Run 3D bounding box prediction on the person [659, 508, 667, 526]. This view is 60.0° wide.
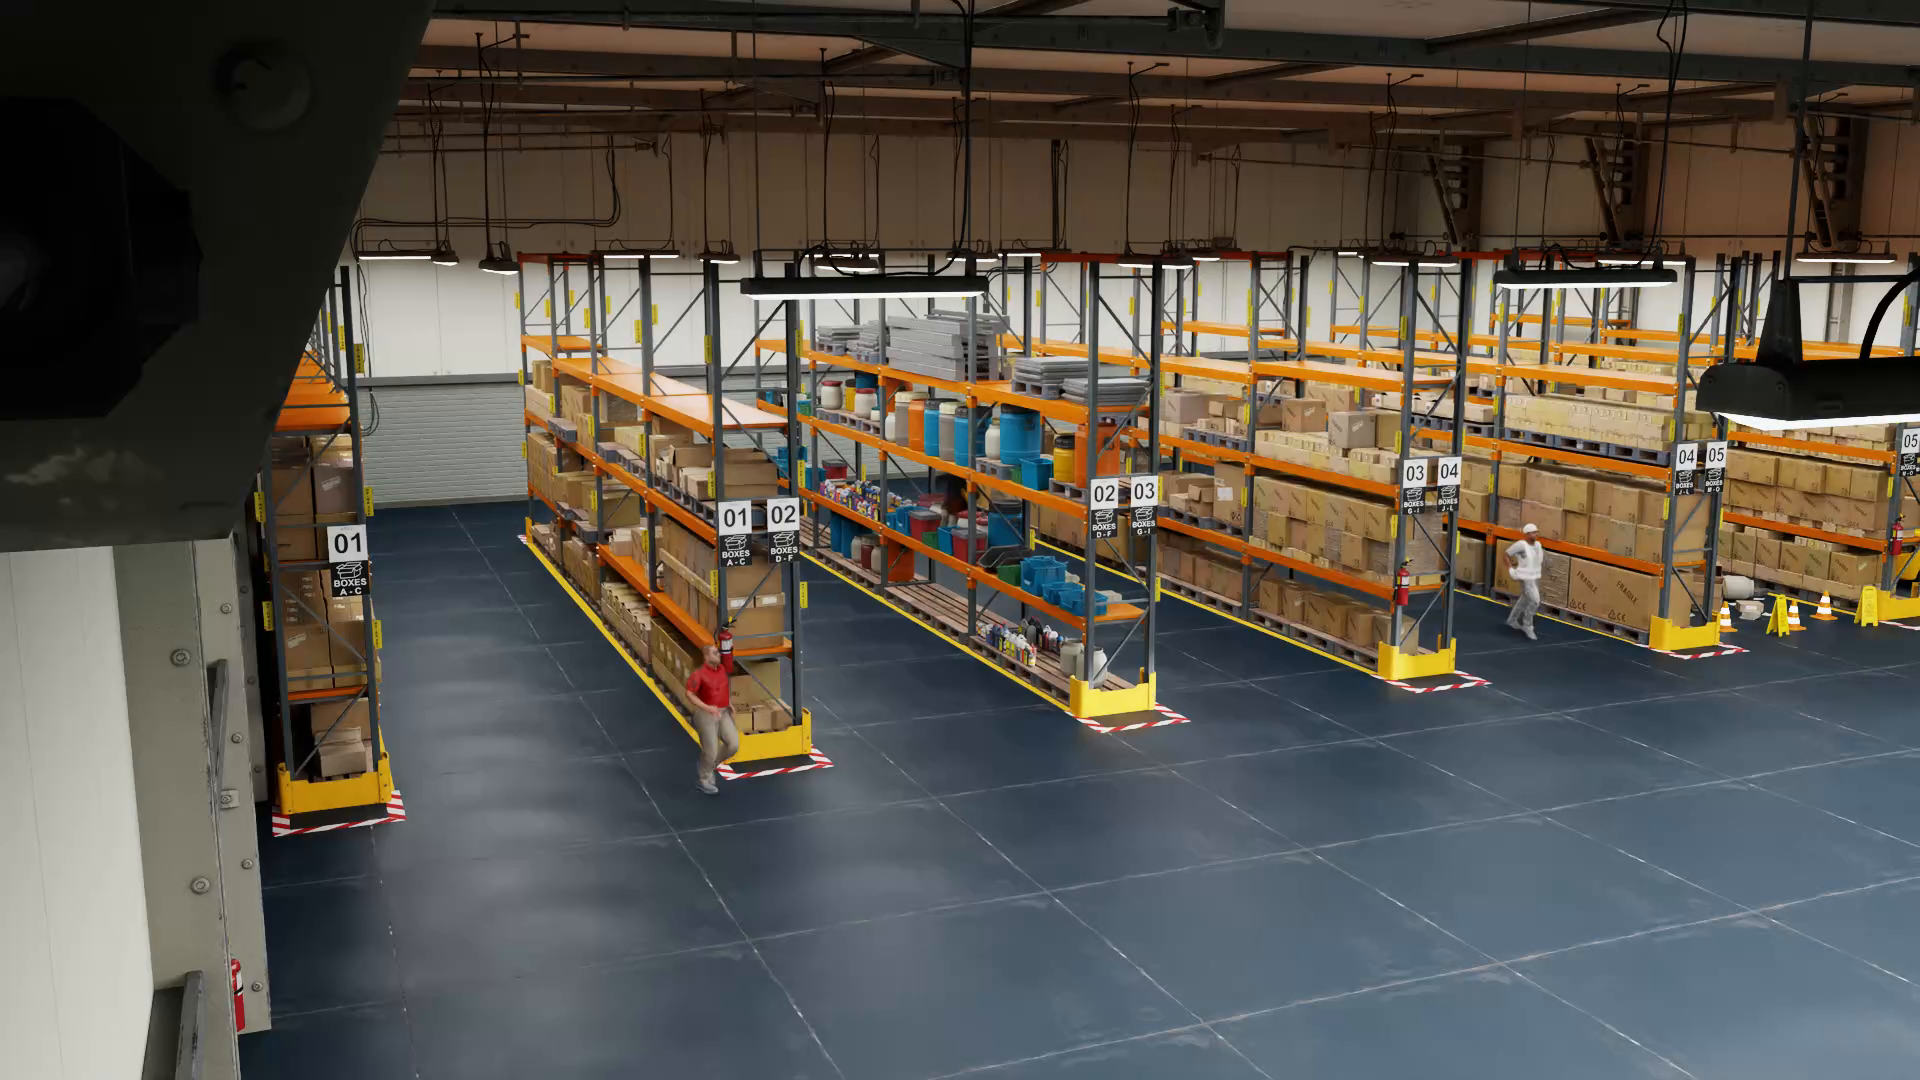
[{"bbox_3d":[-6.320,-0.783,34.498,0.636,1.758,0.751,-4,11,-21],"label":"person"}]

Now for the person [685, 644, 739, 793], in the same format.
[{"bbox_3d":[-2.812,2.051,19.177,0.520,1.695,0.690,7,13,35],"label":"person"}]

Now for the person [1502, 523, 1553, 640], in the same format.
[{"bbox_3d":[9.073,0.650,26.544,0.657,1.843,0.768,-8,13,-39],"label":"person"}]
